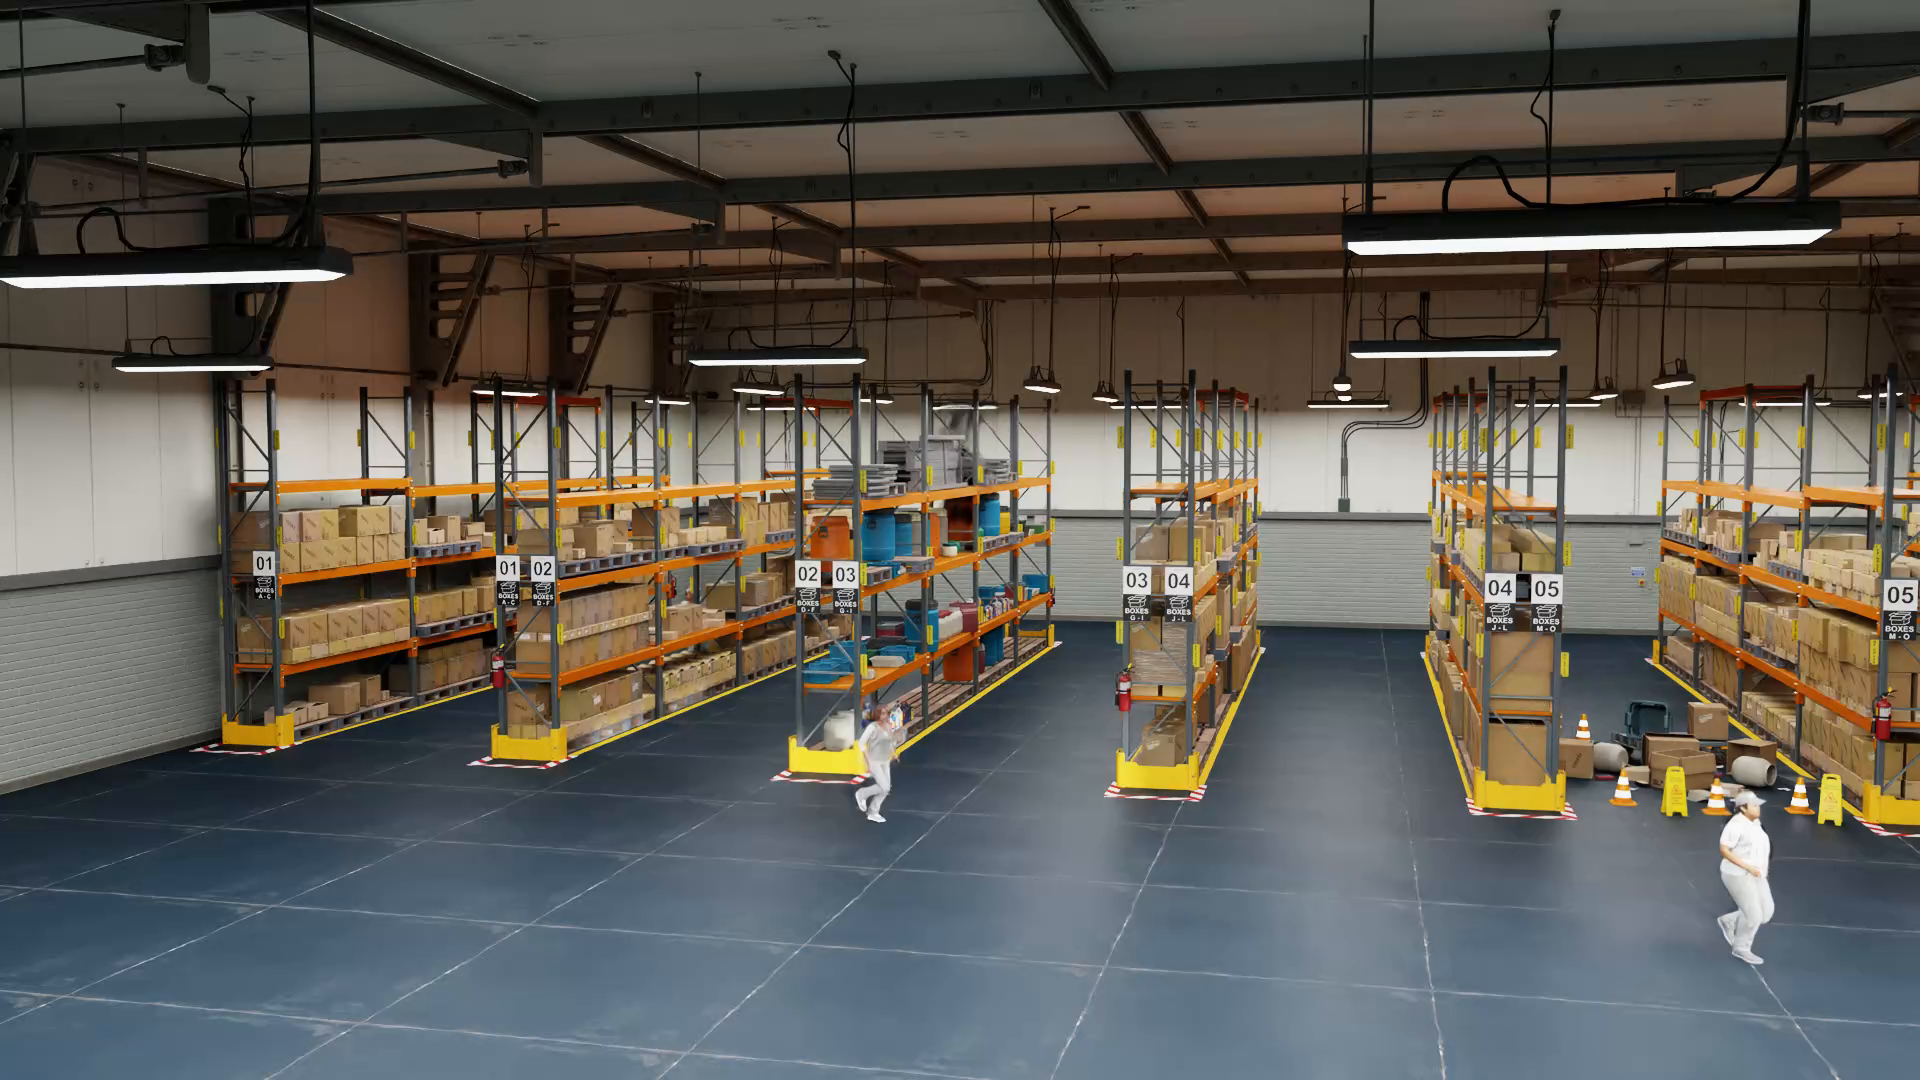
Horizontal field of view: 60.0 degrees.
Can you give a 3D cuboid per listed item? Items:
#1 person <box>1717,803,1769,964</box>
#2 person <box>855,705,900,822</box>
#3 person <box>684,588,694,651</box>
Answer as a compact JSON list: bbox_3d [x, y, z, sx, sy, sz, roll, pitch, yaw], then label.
[{"bbox_3d":[7.521,3.239,16.027,0.613,1.617,0.547,-3,4,-38],"label":"person"},{"bbox_3d":[-1.087,2.927,21.790,0.578,1.551,0.484,3,4,37],"label":"person"},{"bbox_3d":[-5.889,1.941,36.403,0.656,1.783,0.899,1,3,9],"label":"person"}]
